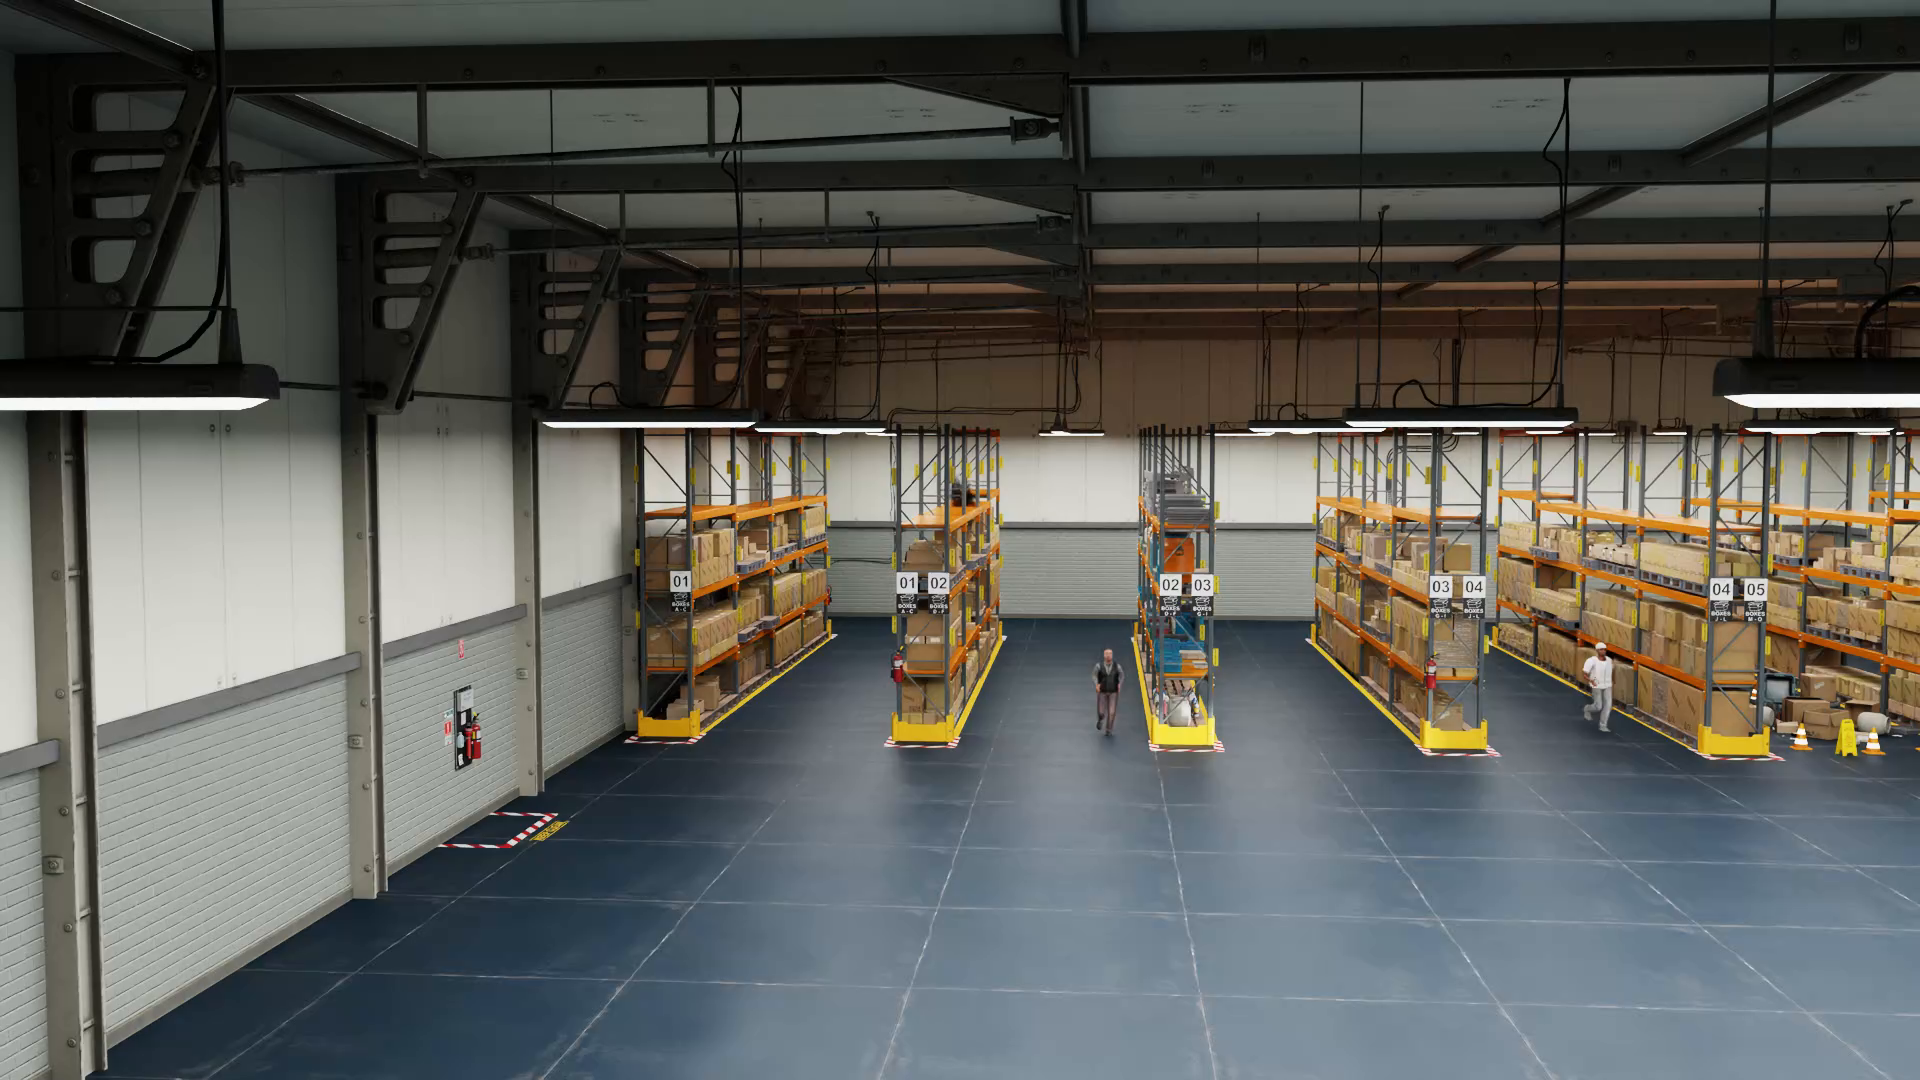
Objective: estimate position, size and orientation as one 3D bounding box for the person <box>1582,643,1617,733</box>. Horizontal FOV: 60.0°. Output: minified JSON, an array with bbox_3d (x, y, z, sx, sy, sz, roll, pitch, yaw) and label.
[{"bbox_3d":[12.557,2.877,32.595,0.700,1.738,0.801,0,4,-8],"label":"person"}]

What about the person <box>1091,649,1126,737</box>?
[{"bbox_3d":[2.864,2.938,32.059,0.659,1.666,0.602,0,3,2],"label":"person"}]
